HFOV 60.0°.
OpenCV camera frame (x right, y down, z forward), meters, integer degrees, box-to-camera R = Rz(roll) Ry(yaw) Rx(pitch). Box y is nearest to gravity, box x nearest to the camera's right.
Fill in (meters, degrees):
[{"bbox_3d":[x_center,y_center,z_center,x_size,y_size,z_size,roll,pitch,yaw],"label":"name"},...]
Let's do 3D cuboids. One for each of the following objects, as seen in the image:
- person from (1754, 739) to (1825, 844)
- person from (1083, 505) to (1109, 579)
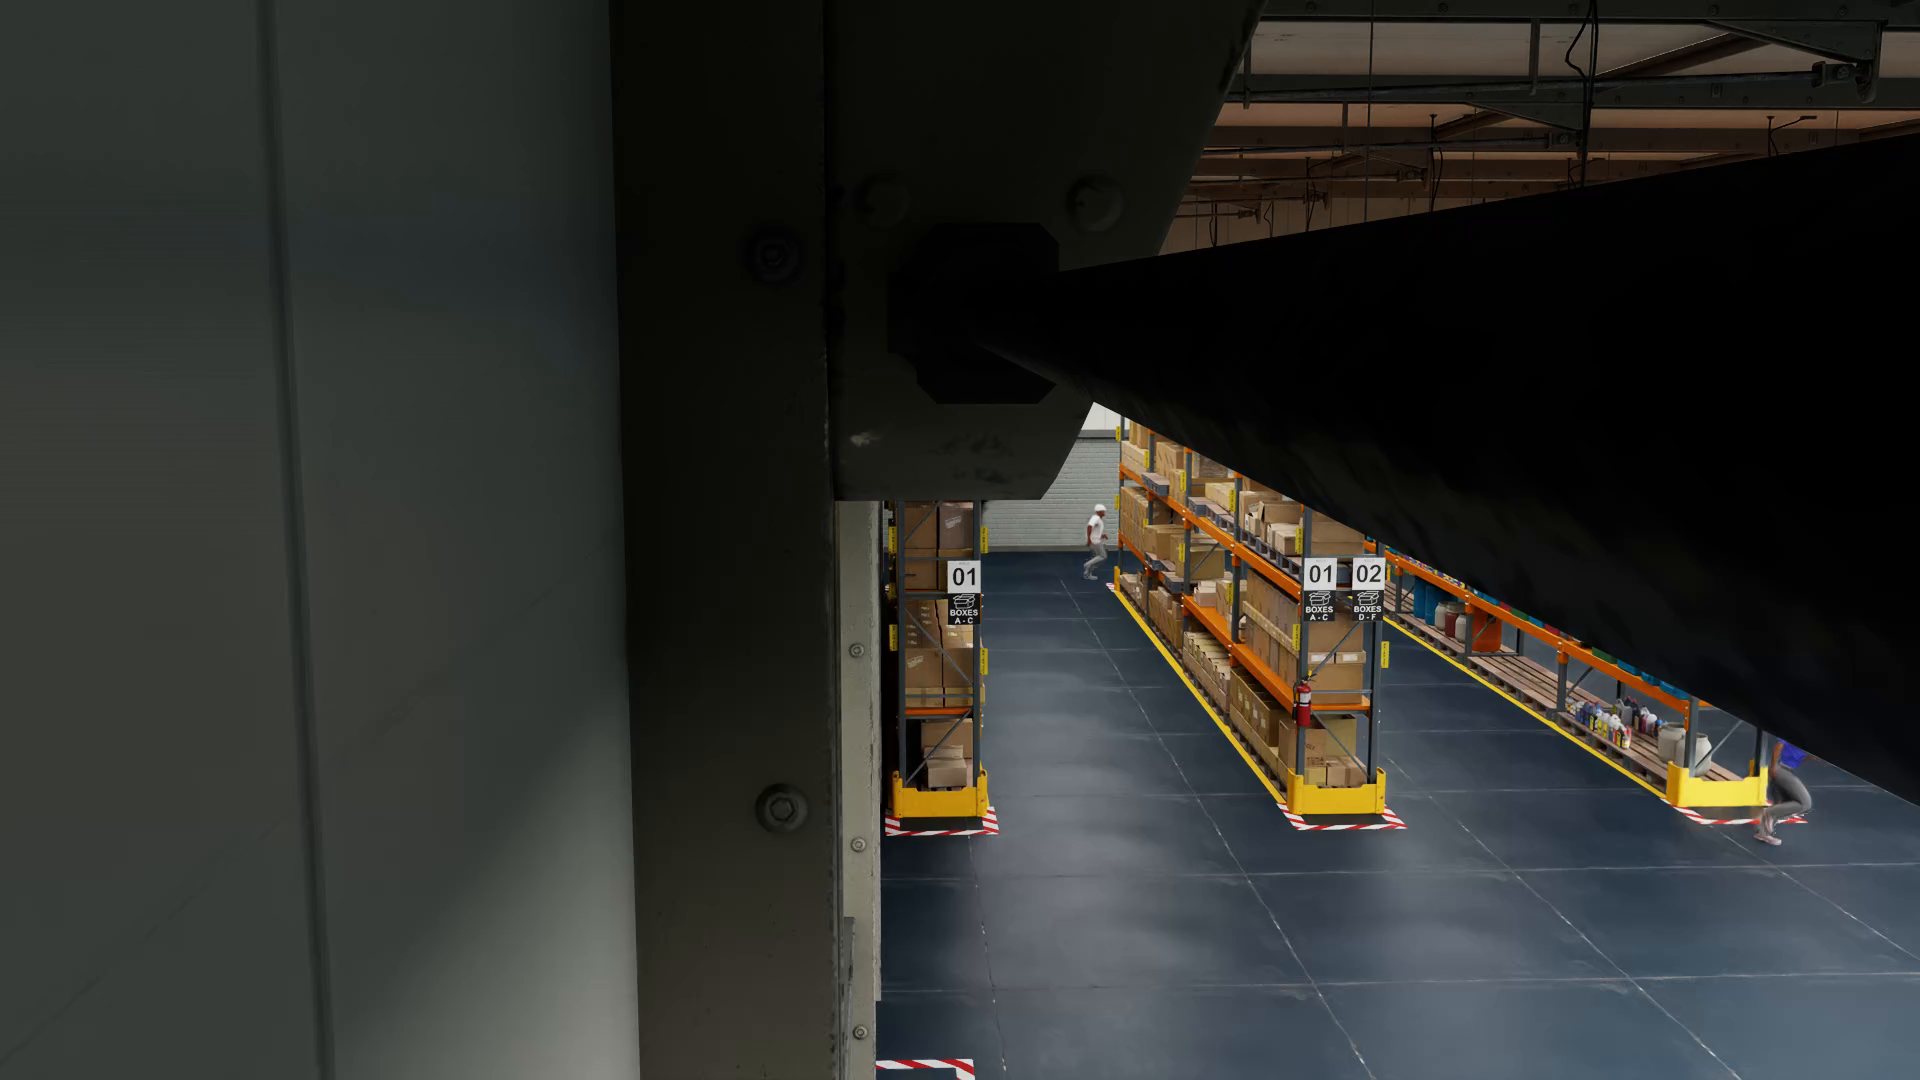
[{"bbox_3d":[9.701,2.781,19.387,0.708,1.578,0.562,3,9,18],"label":"person"},{"bbox_3d":[3.106,0.040,37.843,0.598,1.700,0.709,0,8,-1],"label":"person"}]
